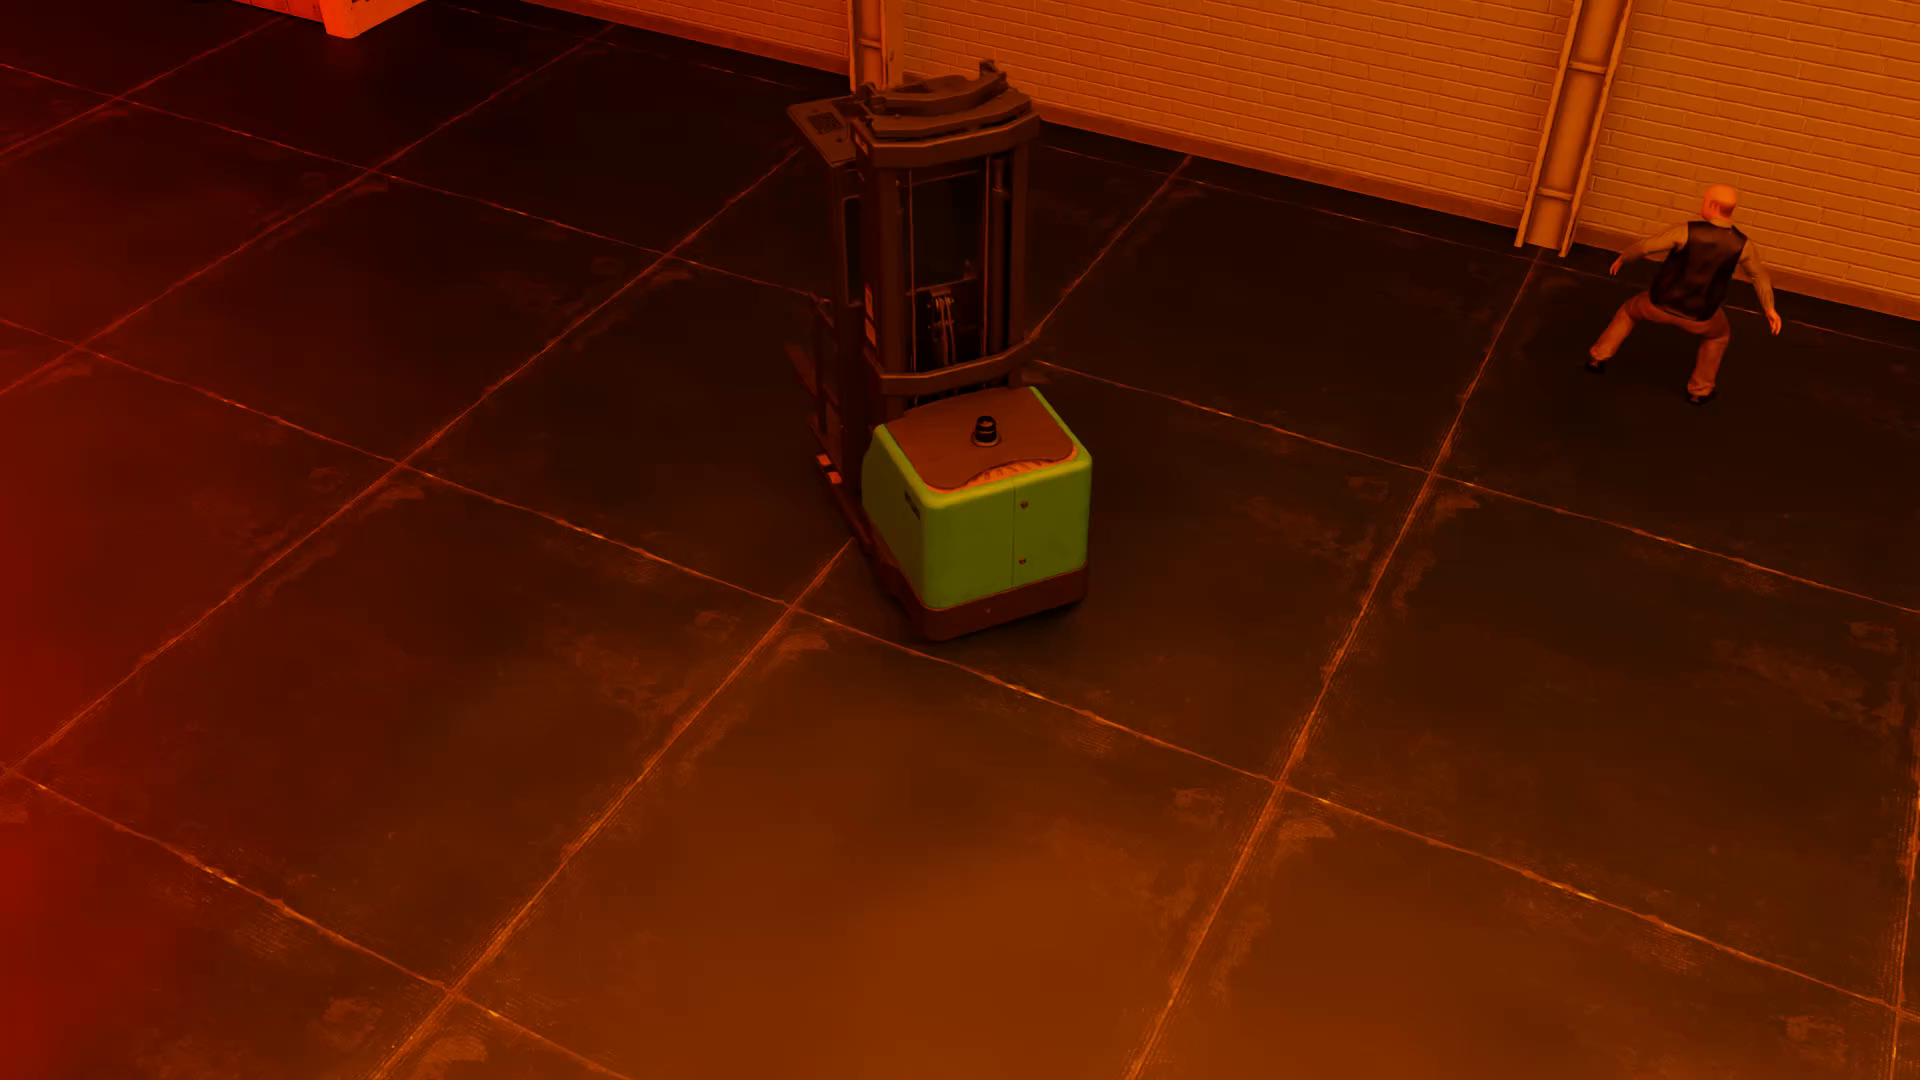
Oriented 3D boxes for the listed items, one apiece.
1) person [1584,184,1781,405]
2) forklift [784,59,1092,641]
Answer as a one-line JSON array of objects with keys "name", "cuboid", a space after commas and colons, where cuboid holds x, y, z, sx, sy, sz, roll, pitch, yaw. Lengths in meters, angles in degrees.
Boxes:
[{"name": "person", "cuboid": [4.840, -1.593, 10.970, 1.108, 1.597, 0.503, 16, 43, 19]}, {"name": "forklift", "cuboid": [-0.305, -1.496, 9.763, 1.130, 2.935, 3.031, -16, 43, -18]}]
